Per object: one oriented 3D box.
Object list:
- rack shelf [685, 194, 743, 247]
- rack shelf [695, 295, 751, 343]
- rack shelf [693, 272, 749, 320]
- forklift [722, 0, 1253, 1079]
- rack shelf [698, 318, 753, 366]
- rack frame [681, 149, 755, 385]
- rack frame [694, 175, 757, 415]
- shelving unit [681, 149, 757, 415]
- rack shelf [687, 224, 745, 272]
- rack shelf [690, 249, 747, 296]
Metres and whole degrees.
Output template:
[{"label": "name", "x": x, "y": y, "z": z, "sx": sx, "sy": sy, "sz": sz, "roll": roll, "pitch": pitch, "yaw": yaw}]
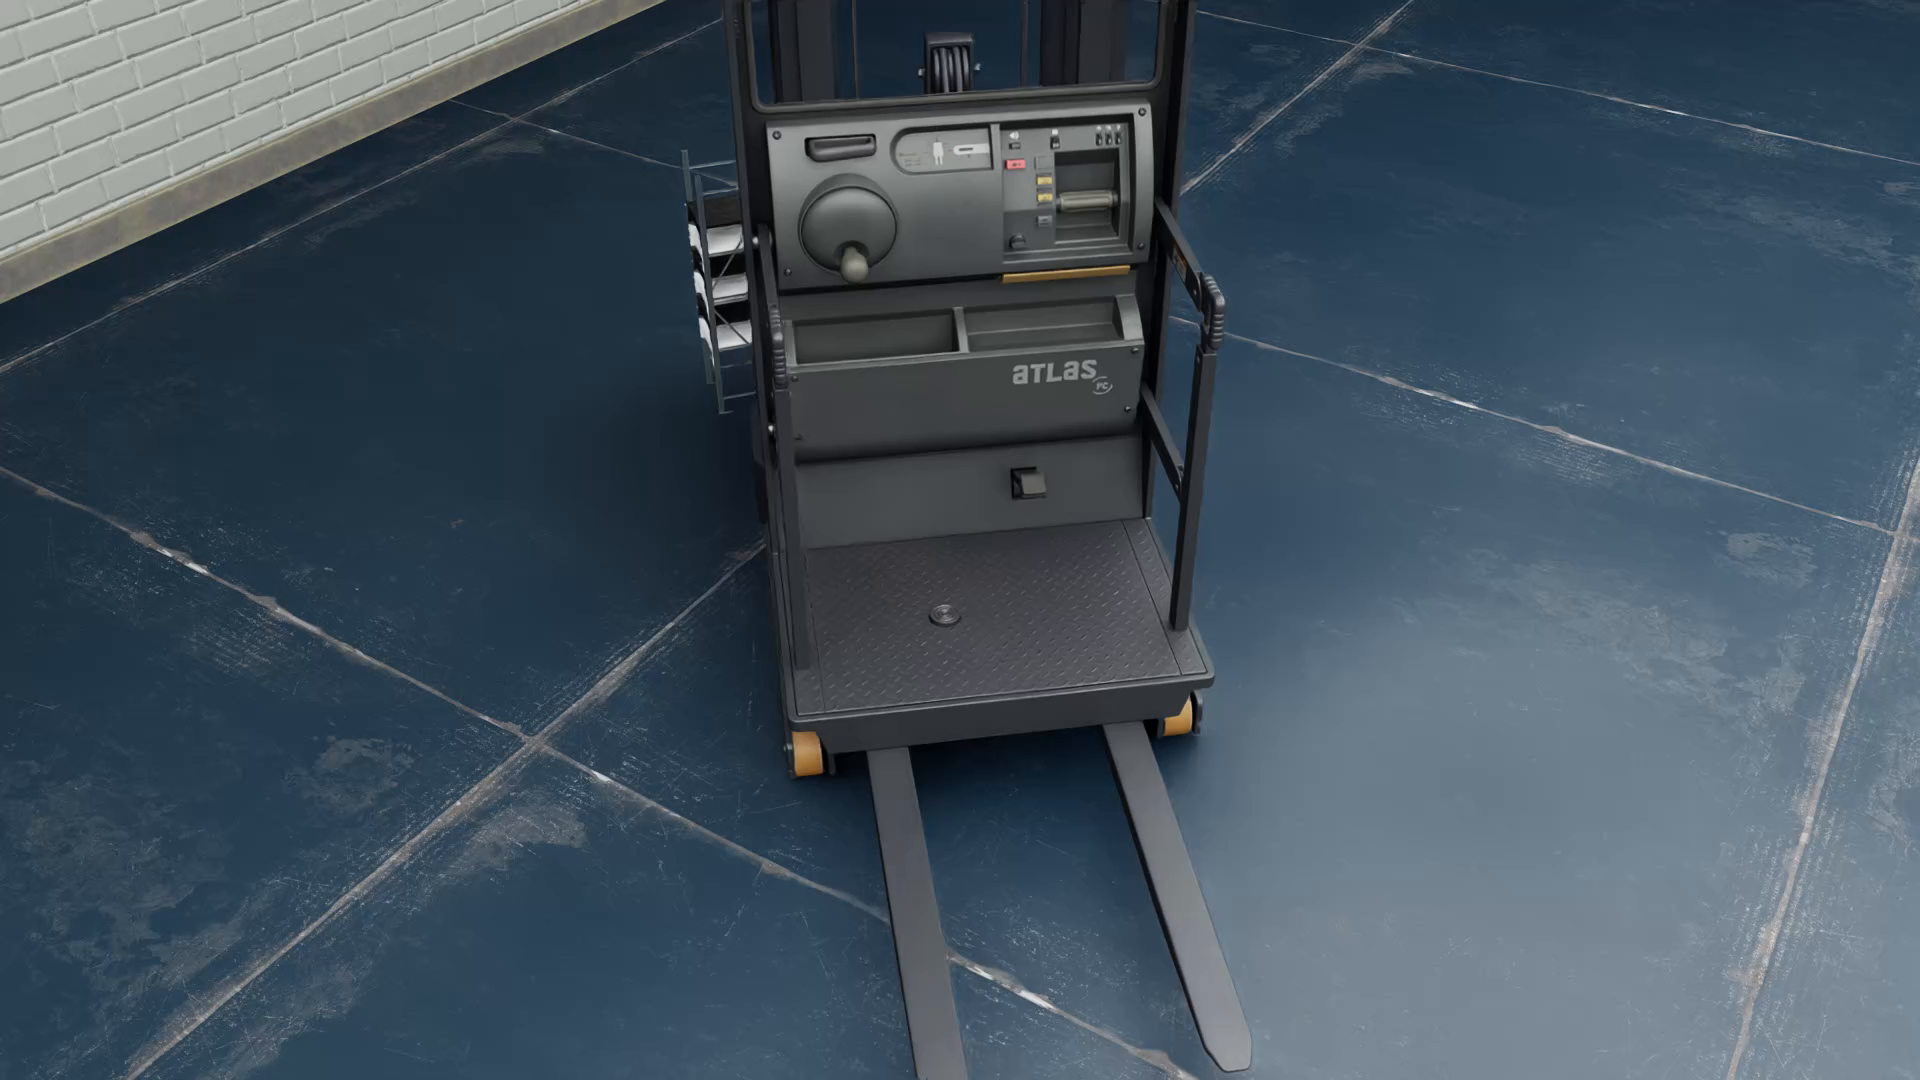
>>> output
[{"label": "rack shelf", "x": -0.763, "y": -1.067, "z": 5.509, "sx": 0.258, "sy": 0.077, "sz": 0.200, "roll": -12, "pitch": 39, "yaw": -15}, {"label": "rack shelf", "x": -0.763, "y": -0.782, "z": 5.729, "sx": 0.258, "sy": 0.077, "sz": 0.200, "roll": -12, "pitch": 39, "yaw": -15}, {"label": "rack shelf", "x": -0.763, "y": -0.853, "z": 5.674, "sx": 0.258, "sy": 0.077, "sz": 0.200, "roll": -12, "pitch": 39, "yaw": -15}, {"label": "forklift", "x": 0.044, "y": -0.767, "z": 3.845, "sx": 1.130, "sy": 2.935, "sz": 3.031, "roll": -5, "pitch": 38, "yaw": -7}, {"label": "rack shelf", "x": -0.763, "y": -0.710, "z": 5.784, "sx": 0.258, "sy": 0.077, "sz": 0.200, "roll": -12, "pitch": 39, "yaw": -15}, {"label": "rack frame", "x": -0.796, "y": -0.938, "z": 5.730, "sx": 0.240, "sy": 0.900, "sz": 0.006, "roll": -12, "pitch": 39, "yaw": -15}, {"label": "rack frame", "x": -0.729, "y": -0.821, "z": 5.578, "sx": 0.240, "sy": 0.900, "sz": 0.006, "roll": -12, "pitch": 39, "yaw": -15}, {"label": "shelving unit", "x": -0.763, "y": -0.879, "z": 5.654, "sx": 0.258, "sy": 0.900, "sz": 0.210, "roll": -12, "pitch": 39, "yaw": -15}, {"label": "rack shelf", "x": -0.763, "y": -0.996, "z": 5.564, "sx": 0.258, "sy": 0.077, "sz": 0.200, "roll": -12, "pitch": 39, "yaw": -15}, {"label": "rack shelf", "x": -0.763, "y": -0.924, "z": 5.619, "sx": 0.258, "sy": 0.077, "sz": 0.200, "roll": -12, "pitch": 39, "yaw": -15}]
